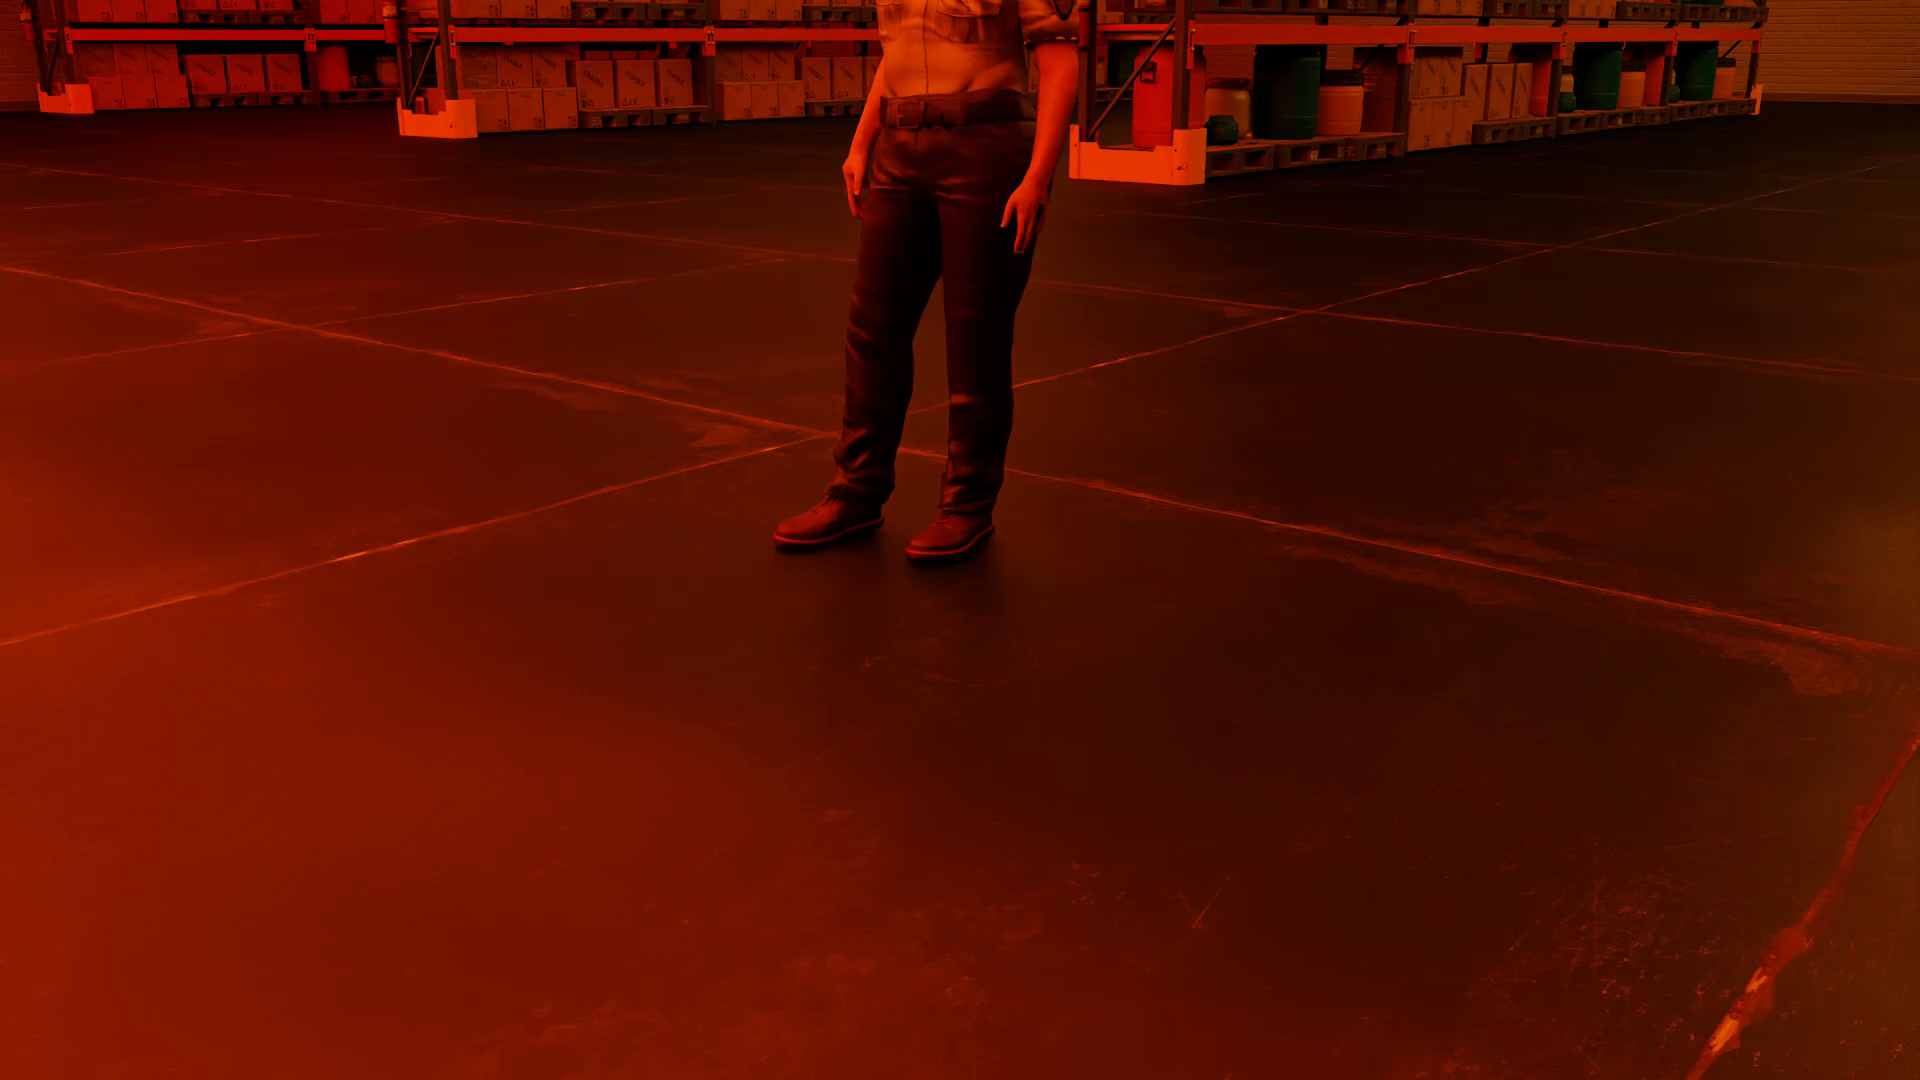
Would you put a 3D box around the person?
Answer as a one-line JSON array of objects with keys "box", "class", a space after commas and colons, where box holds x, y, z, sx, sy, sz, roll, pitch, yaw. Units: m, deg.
[{"box": [-0.075, -0.775, 3.649, 0.598, 1.643, 0.502, 13, 21, 37], "class": "person"}]
